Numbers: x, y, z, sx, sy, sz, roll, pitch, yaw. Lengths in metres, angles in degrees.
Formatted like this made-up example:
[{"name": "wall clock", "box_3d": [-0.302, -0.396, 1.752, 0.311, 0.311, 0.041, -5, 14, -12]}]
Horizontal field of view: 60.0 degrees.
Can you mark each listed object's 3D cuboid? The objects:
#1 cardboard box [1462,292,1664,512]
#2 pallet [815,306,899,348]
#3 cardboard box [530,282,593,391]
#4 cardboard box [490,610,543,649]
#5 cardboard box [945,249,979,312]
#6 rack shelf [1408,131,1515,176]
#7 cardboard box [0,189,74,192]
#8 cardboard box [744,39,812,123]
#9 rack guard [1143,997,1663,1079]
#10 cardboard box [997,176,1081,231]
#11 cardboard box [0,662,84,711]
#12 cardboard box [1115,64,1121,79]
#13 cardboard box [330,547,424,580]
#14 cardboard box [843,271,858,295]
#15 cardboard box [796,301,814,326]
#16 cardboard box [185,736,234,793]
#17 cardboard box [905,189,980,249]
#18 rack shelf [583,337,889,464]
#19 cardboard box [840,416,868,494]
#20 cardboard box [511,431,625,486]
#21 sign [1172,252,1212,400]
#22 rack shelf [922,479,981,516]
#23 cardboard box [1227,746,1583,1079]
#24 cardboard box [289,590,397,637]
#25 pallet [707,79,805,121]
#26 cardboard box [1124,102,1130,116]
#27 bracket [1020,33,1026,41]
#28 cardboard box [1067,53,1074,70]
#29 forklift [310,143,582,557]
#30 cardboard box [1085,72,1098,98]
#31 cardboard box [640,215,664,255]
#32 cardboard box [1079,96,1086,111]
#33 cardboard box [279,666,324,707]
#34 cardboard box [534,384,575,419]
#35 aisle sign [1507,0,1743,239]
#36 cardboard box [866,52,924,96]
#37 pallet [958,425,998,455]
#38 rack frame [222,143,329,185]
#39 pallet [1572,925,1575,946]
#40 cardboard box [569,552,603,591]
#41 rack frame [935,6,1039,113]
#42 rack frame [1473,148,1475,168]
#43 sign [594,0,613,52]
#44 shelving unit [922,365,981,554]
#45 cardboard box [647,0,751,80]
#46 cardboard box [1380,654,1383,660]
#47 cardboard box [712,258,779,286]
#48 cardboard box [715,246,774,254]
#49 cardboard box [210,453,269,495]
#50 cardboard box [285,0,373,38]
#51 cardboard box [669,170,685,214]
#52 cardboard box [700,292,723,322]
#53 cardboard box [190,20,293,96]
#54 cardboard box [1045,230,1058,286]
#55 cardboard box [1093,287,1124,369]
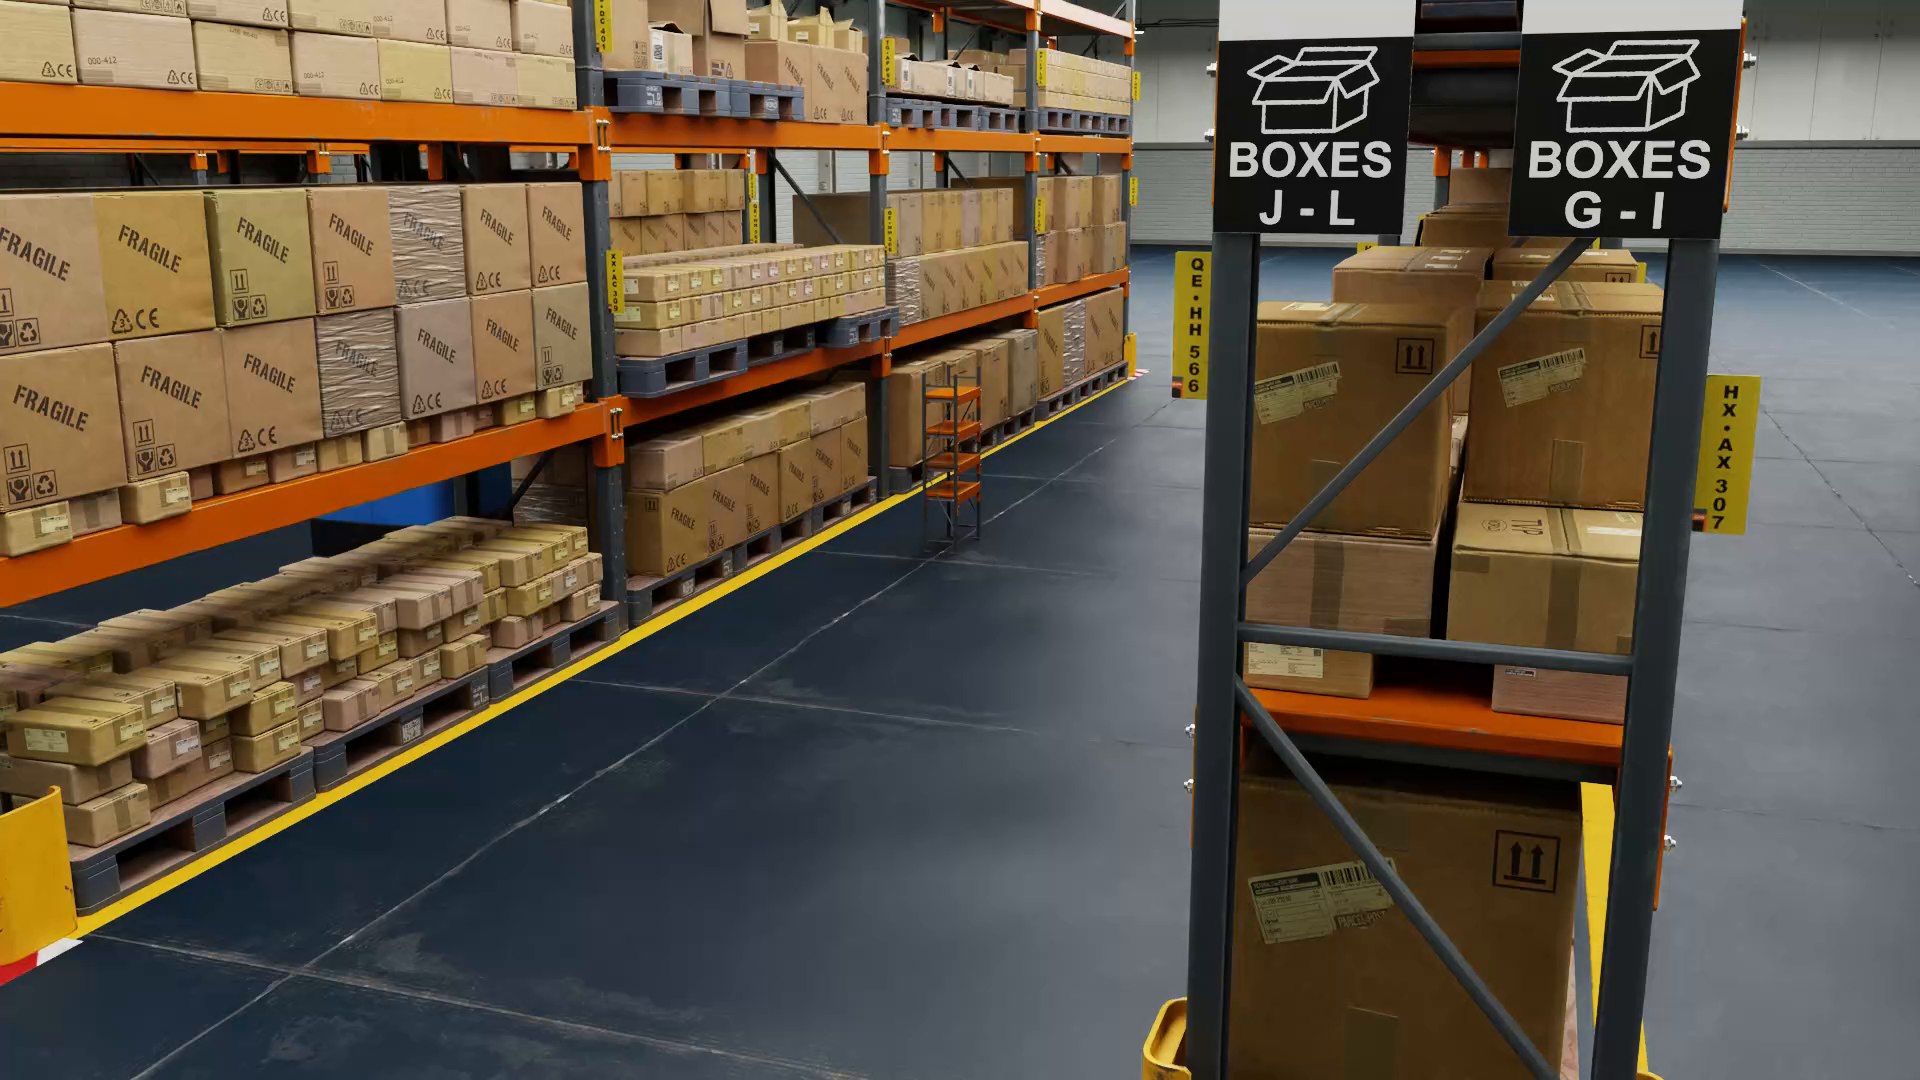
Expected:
[{"name": "cardboard box", "box_3d": [1.606, -0.378, 4.385, 0.500, 0.500, 0.500, 4, 13, 17]}, {"name": "pallet", "box_3d": [-1.169, -1.565, 12.034, 1.213, 0.211, 1.003, 4, 14, 18]}, {"name": "cardboard box", "box_3d": [-2.222, -1.045, 8.434, 0.500, 0.500, 0.500, 4, 14, 18]}, {"name": "cardboard box", "box_3d": [-2.325, 0.427, 8.337, 0.380, 0.149, 0.250, 4, 13, 17]}, {"name": "cardboard box", "box_3d": [-0.149, -2.258, 14.415, 0.500, 0.500, 0.500, 4, 14, 18]}, {"name": "rack shelf", "box_3d": [2.975, -2.128, 8.947, 1.077, 0.370, 4.000, 4, 14, 18]}, {"name": "cardboard box", "box_3d": [-3.551, -1.034, 6.136, 0.500, 0.500, 0.500, 4, 13, 16]}, {"name": "cardboard box", "box_3d": [-1.298, -2.977, 10.826, 0.500, 0.500, 0.500, 4, 14, 18]}, {"name": "rack guard", "box_3d": [1.025, 1.471, 3.922, 1.175, 0.500, 0.348, 4, 14, 18]}, {"name": "cardboard box", "box_3d": [0.780, -3.561, 17.585, 0.875, 0.550, 0.550, 4, 14, 18]}, {"name": "cardboard box", "box_3d": [-3.560, 0.585, 6.310, 0.380, 0.149, 0.250, 5, 14, 19]}, {"name": "cardboard box", "box_3d": [1.597, -5.281, 18.747, 0.380, 0.149, 0.250, 5, 14, 19]}, {"name": "cardboard box", "box_3d": [-2.884, 0.146, 8.233, 0.380, 0.149, 0.250, 4, 13, 17]}, {"name": "cardboard box", "box_3d": [-0.935, -1.795, 11.562, 0.380, 0.149, 0.250, 5, 14, 20]}, {"name": "cardboard box", "box_3d": [-1.183, -1.492, 10.903, 0.380, 0.149, 0.250, 5, 14, 20]}, {"name": "cardboard box", "box_3d": [-3.074, 0.853, 6.475, 0.380, 0.149, 0.250, 5, 14, 19]}, {"name": "cardboard box", "box_3d": [-0.228, -2.875, 14.870, 0.700, 0.500, 0.500, 4, 14, 19]}, {"name": "rack shelf", "box_3d": [-1.686, -1.044, 10.938, 1.077, 0.370, 4.000, 4, 14, 18]}, {"name": "cardboard box", "box_3d": [-1.004, -0.645, 12.245, 0.500, 0.500, 0.500, 4, 14, 18]}, {"name": "cardboard box", "box_3d": [-2.331, -0.500, 9.928, 0.500, 0.250, 0.500, 4, 13, 17]}, {"name": "sign", "box_3d": [0.524, -0.475, 3.694, 0.100, 0.325, 0.005, 4, 14, 18]}, {"name": "rack shelf", "box_3d": [-0.054, -0.291, 11.261, 0.258, 0.148, 0.480, 4, 14, 18]}, {"name": "cardboard box", "box_3d": [1.165, 0.937, 4.471, 0.875, 0.875, 0.875, 4, 14, 18]}, {"name": "cardboard box", "box_3d": [-2.738, 0.339, 7.386, 0.380, 0.149, 0.250, 4, 14, 19]}, {"name": "pallet", "box_3d": [-1.700, -2.686, 10.194, 1.213, 0.211, 1.003, 4, 14, 18]}, {"name": "cardboard box", "box_3d": [1.763, -4.999, 19.306, 0.380, 0.149, 0.250, 4, 14, 18]}, {"name": "bracket", "box_3d": [2.001, -15.667, 51.819, 0.235, 0.232, 0.430, 4, 14, 18]}, {"name": "cardboard box", "box_3d": [0.940, -4.853, 16.873, 0.380, 0.149, 0.250, 4, 13, 17]}, {"name": "forklift", "box_3d": [-3.259, -1.546, 11.677, 1.130, 2.935, 3.031, 4, 13, 17]}, {"name": "cardboard box", "box_3d": [1.166, -4.848, 17.747, 0.500, 0.250, 0.500, 4, 14, 19]}, {"name": "cardboard box", "box_3d": [-3.740, -3.472, 19.065, 0.500, 0.500, 0.500, 4, 14, 18]}, {"name": "cardboard box", "box_3d": [1.105, -4.572, 17.434, 0.380, 0.149, 0.250, 4, 14, 18]}, {"name": "cardboard box", "box_3d": [-2.896, 0.596, 6.929, 0.380, 0.149, 0.250, 4, 13, 16]}, {"name": "cardboard box", "box_3d": [-2.184, -0.712, 8.432, 0.380, 0.149, 0.250, 4, 13, 17]}, {"name": "aisle sign", "box_3d": [1.294, -0.984, 3.215, 0.394, 0.787, 0.004, 4, 14, 18]}, {"name": "cardboard box", "box_3d": [-0.596, -3.625, 12.920, 0.500, 0.311, 0.500, 4, 14, 18]}, {"name": "pallet", "box_3d": [-0.316, -0.873, 14.839, 1.003, 0.211, 1.213, 4, 14, 18]}, {"name": "rack frame", "box_3d": [-5.755, -2.151, 14.172, 1.000, 3.000, 0.127, 4, 14, 18]}, {"name": "pallet", "box_3d": [1.614, 1.176, 5.860, 1.003, 0.211, 1.213, 4, 14, 18]}, {"name": "cardboard box", "box_3d": [-2.134, 0.156, 8.860, 0.380, 0.149, 0.250, 5, 14, 20]}, {"name": "rack frame", "box_3d": [0.255, -5.583, 15.726, 1.000, 3.000, 0.127, 4, 14, 18]}, {"name": "rack frame", "box_3d": [4.916, -2.280, 14.736, 1.000, 3.000, 0.127, 4, 14, 18]}, {"name": "sign", "box_3d": [-1.817, -2.651, 8.458, 0.100, 0.325, 0.005, 4, 14, 18]}, {"name": "shelving unit", "box_3d": [-0.054, -0.550, 11.202, 0.258, 1.200, 0.503, 4, 14, 18]}, {"name": "cardboard box", "box_3d": [-1.709, -3.007, 10.005, 0.797, 0.503, 0.637, 4, 14, 18]}, {"name": "cardboard box", "box_3d": [0.919, 0.216, 4.366, 0.380, 0.149, 0.250, 5, 14, 19]}, {"name": "cardboard box", "box_3d": [-1.353, -1.668, 10.340, 0.380, 0.149, 0.250, 5, 14, 20]}, {"name": "cardboard box", "box_3d": [-1.540, -1.997, 11.780, 0.380, 0.149, 0.250, 4, 14, 18]}, {"name": "cardboard box", "box_3d": [-2.966, -0.283, 6.551, 0.380, 0.149, 0.250, 4, 14, 18]}, {"name": "cardboard box", "box_3d": [-2.734, -2.160, 6.685, 0.500, 0.250, 0.500, 4, 13, 16]}, {"name": "cardboard box", "box_3d": [-3.657, -4.078, 19.472, 0.700, 0.500, 0.500, 4, 14, 18]}, {"name": "cardboard box", "box_3d": [-1.605, -1.360, 9.658, 0.380, 0.149, 0.250, 5, 14, 20]}, {"name": "cardboard box", "box_3d": [-2.911, -1.817, 6.304, 0.500, 0.250, 0.500, 4, 13, 17]}, {"name": "cardboard box", "box_3d": [0.520, -2.927, 17.235, 0.875, 0.550, 0.550, 4, 14, 18]}, {"name": "cardboard box", "box_3d": [1.393, -2.522, 19.627, 0.875, 0.875, 0.875, 4, 14, 19]}]
